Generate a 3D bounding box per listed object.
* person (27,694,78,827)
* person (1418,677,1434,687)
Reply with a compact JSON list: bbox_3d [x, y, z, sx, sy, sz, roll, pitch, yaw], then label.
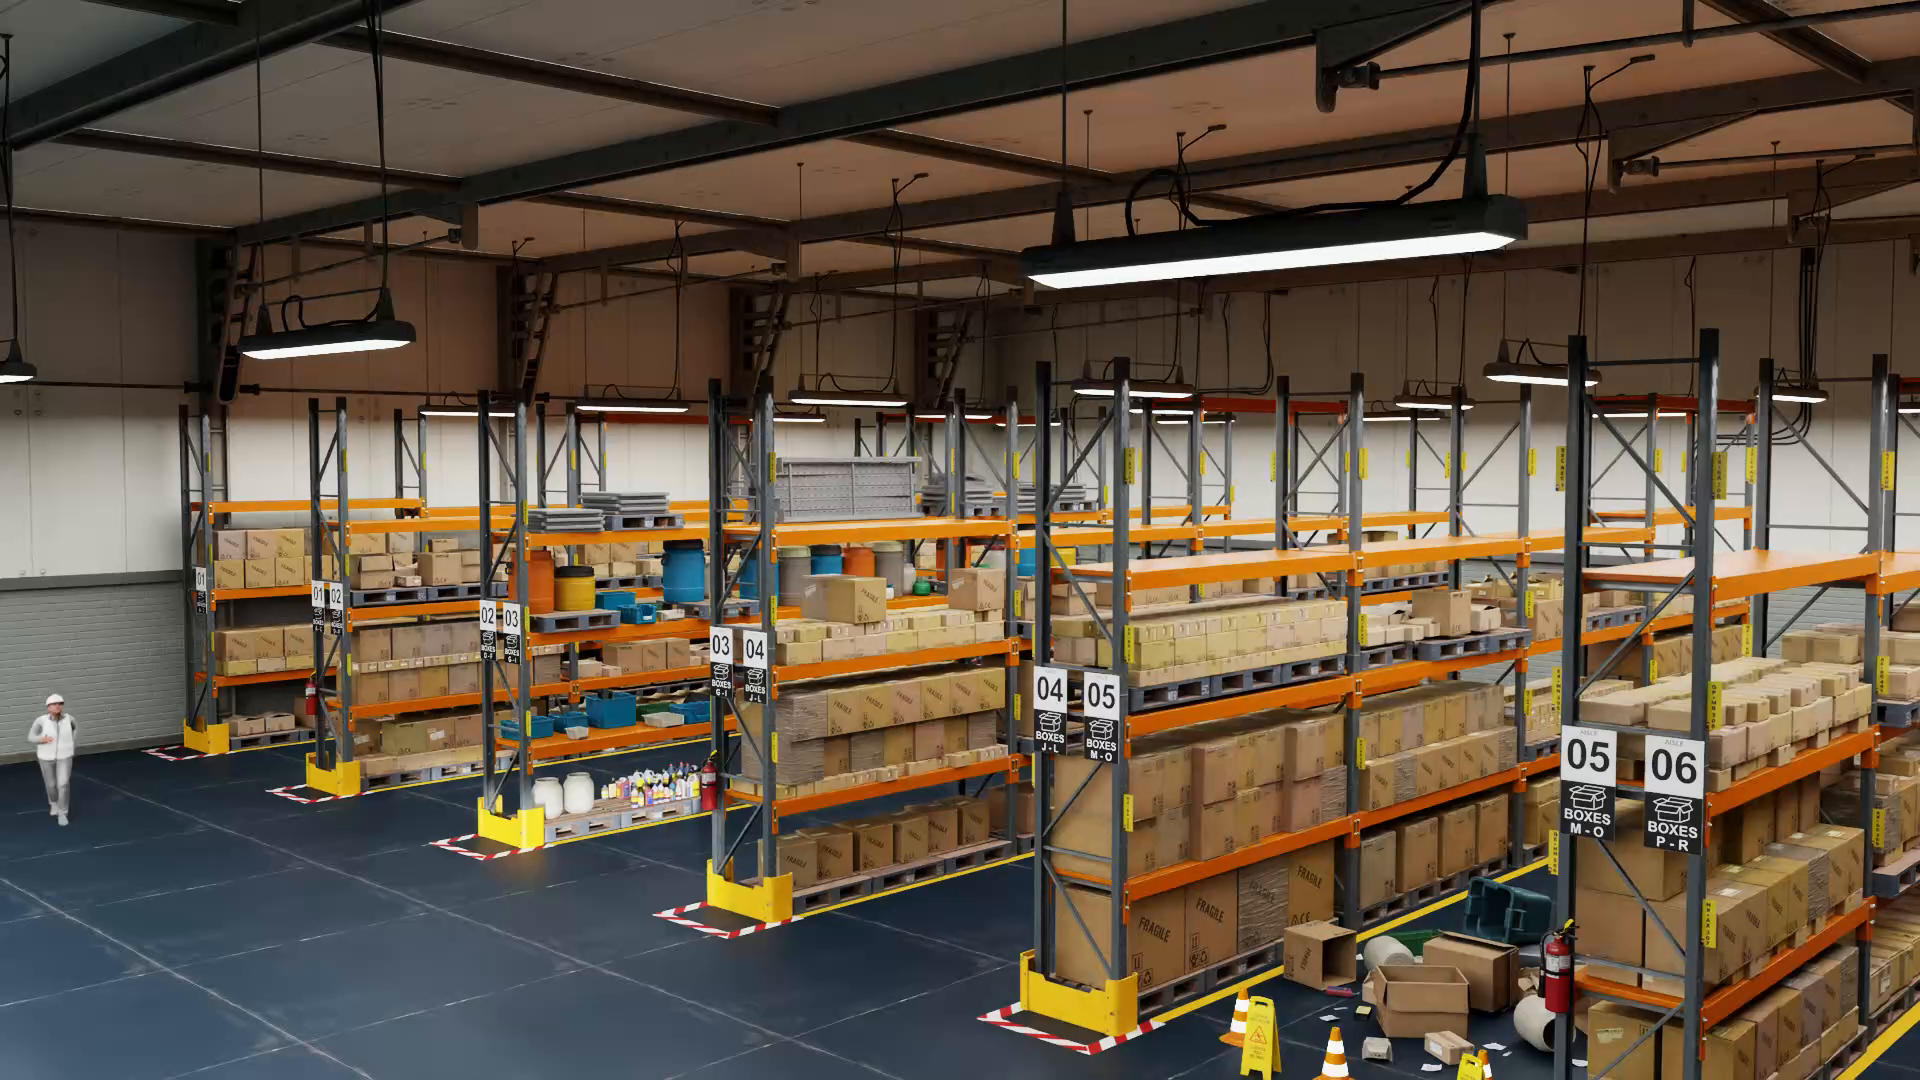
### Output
[{"bbox_3d":[-12.661,3.054,23.234,0.635,1.813,0.871,-2,4,-31],"label":"person"},{"bbox_3d":[7.272,2.969,25.704,0.663,1.773,0.974,2,4,38],"label":"person"}]
